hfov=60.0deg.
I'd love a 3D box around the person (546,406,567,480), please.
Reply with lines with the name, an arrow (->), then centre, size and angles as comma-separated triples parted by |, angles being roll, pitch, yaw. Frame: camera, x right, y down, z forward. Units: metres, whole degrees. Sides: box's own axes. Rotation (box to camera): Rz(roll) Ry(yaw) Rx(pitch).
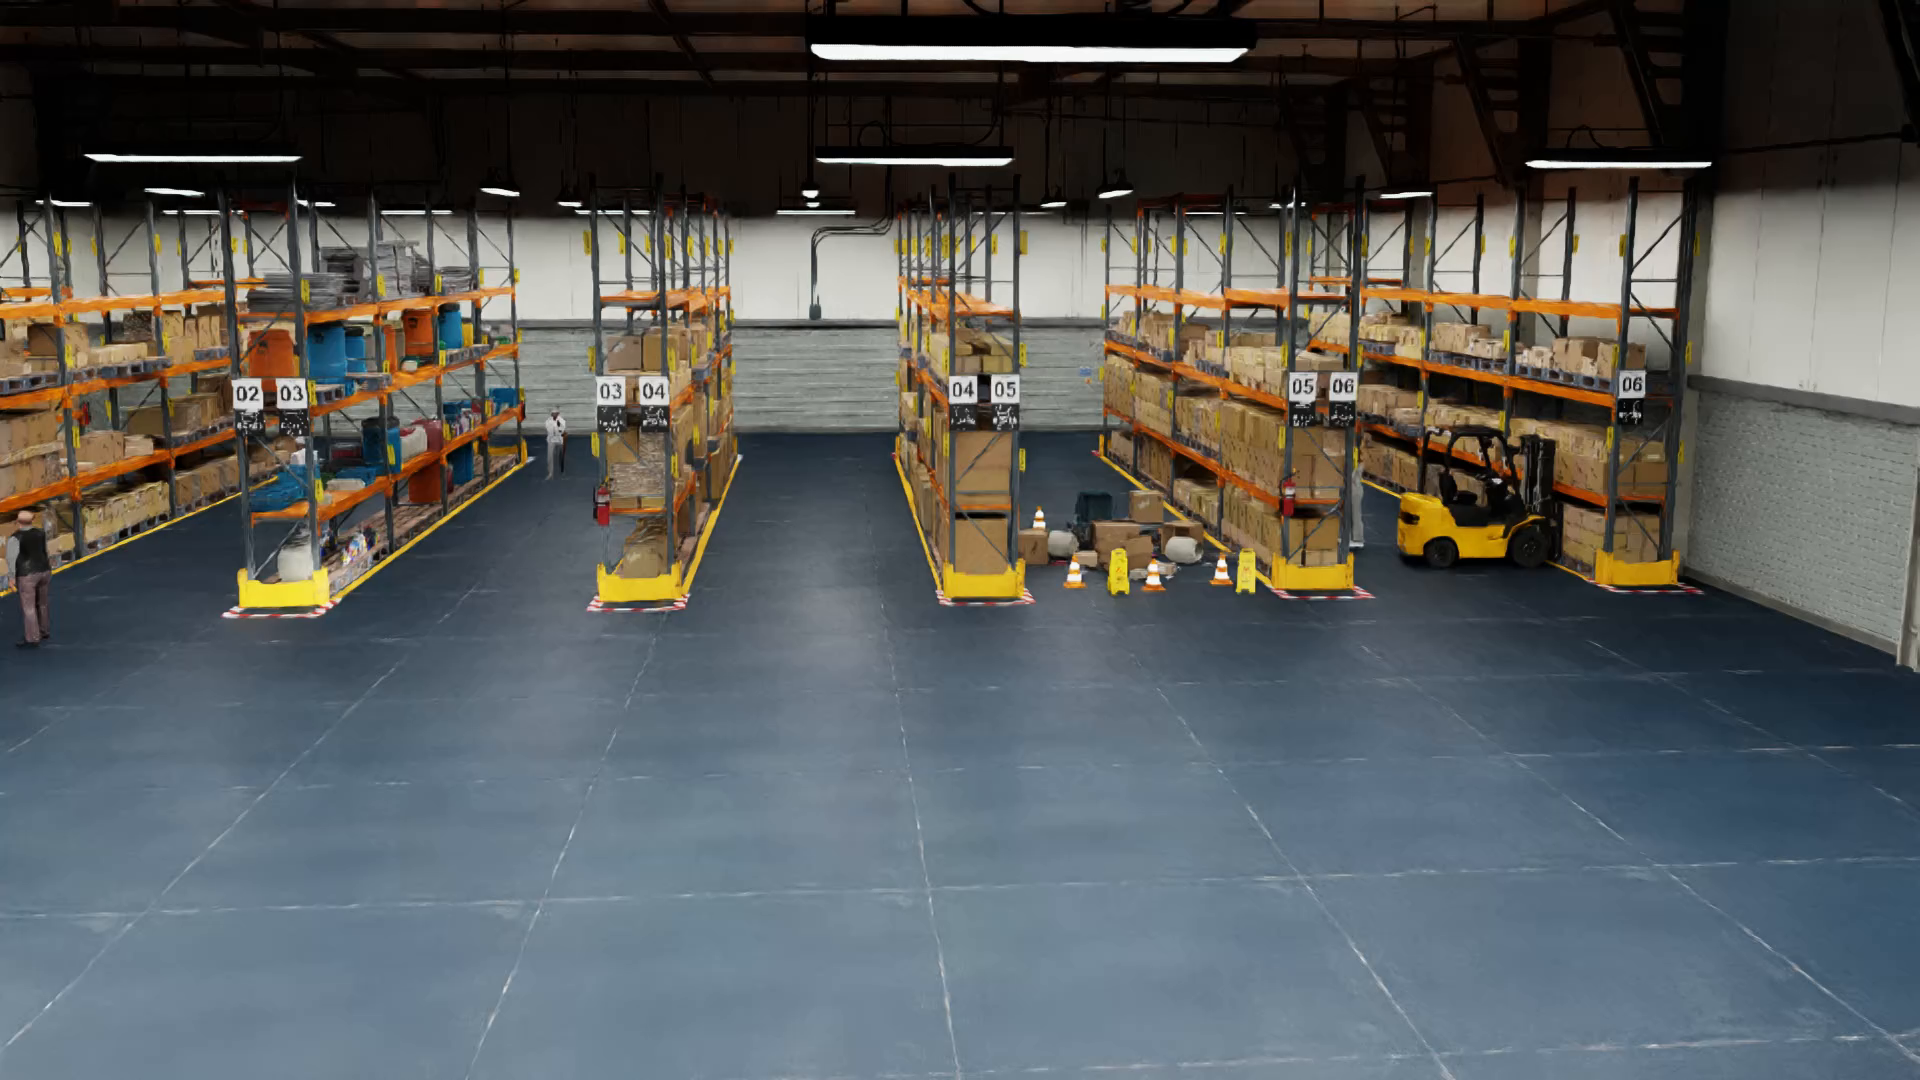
person -> -8.753, -2.131, 36.092 | 0.445, 1.590, 1.091 | -1, 10, -7

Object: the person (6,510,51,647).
person -> -11.792, 0.472, 21.031 | 0.494, 1.717, 0.578 | 5, 11, 25

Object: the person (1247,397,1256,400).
person -> 6.678, -2.630, 38.375 | 0.605, 1.775, 0.657 | 2, 10, 12

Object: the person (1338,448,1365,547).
person -> 6.600, -0.746, 28.021 | 0.553, 1.669, 0.564 | 5, 11, 27

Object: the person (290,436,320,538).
person -> -11.410, -0.967, 28.957 | 0.583, 1.782, 0.665 | 5, 11, 24
